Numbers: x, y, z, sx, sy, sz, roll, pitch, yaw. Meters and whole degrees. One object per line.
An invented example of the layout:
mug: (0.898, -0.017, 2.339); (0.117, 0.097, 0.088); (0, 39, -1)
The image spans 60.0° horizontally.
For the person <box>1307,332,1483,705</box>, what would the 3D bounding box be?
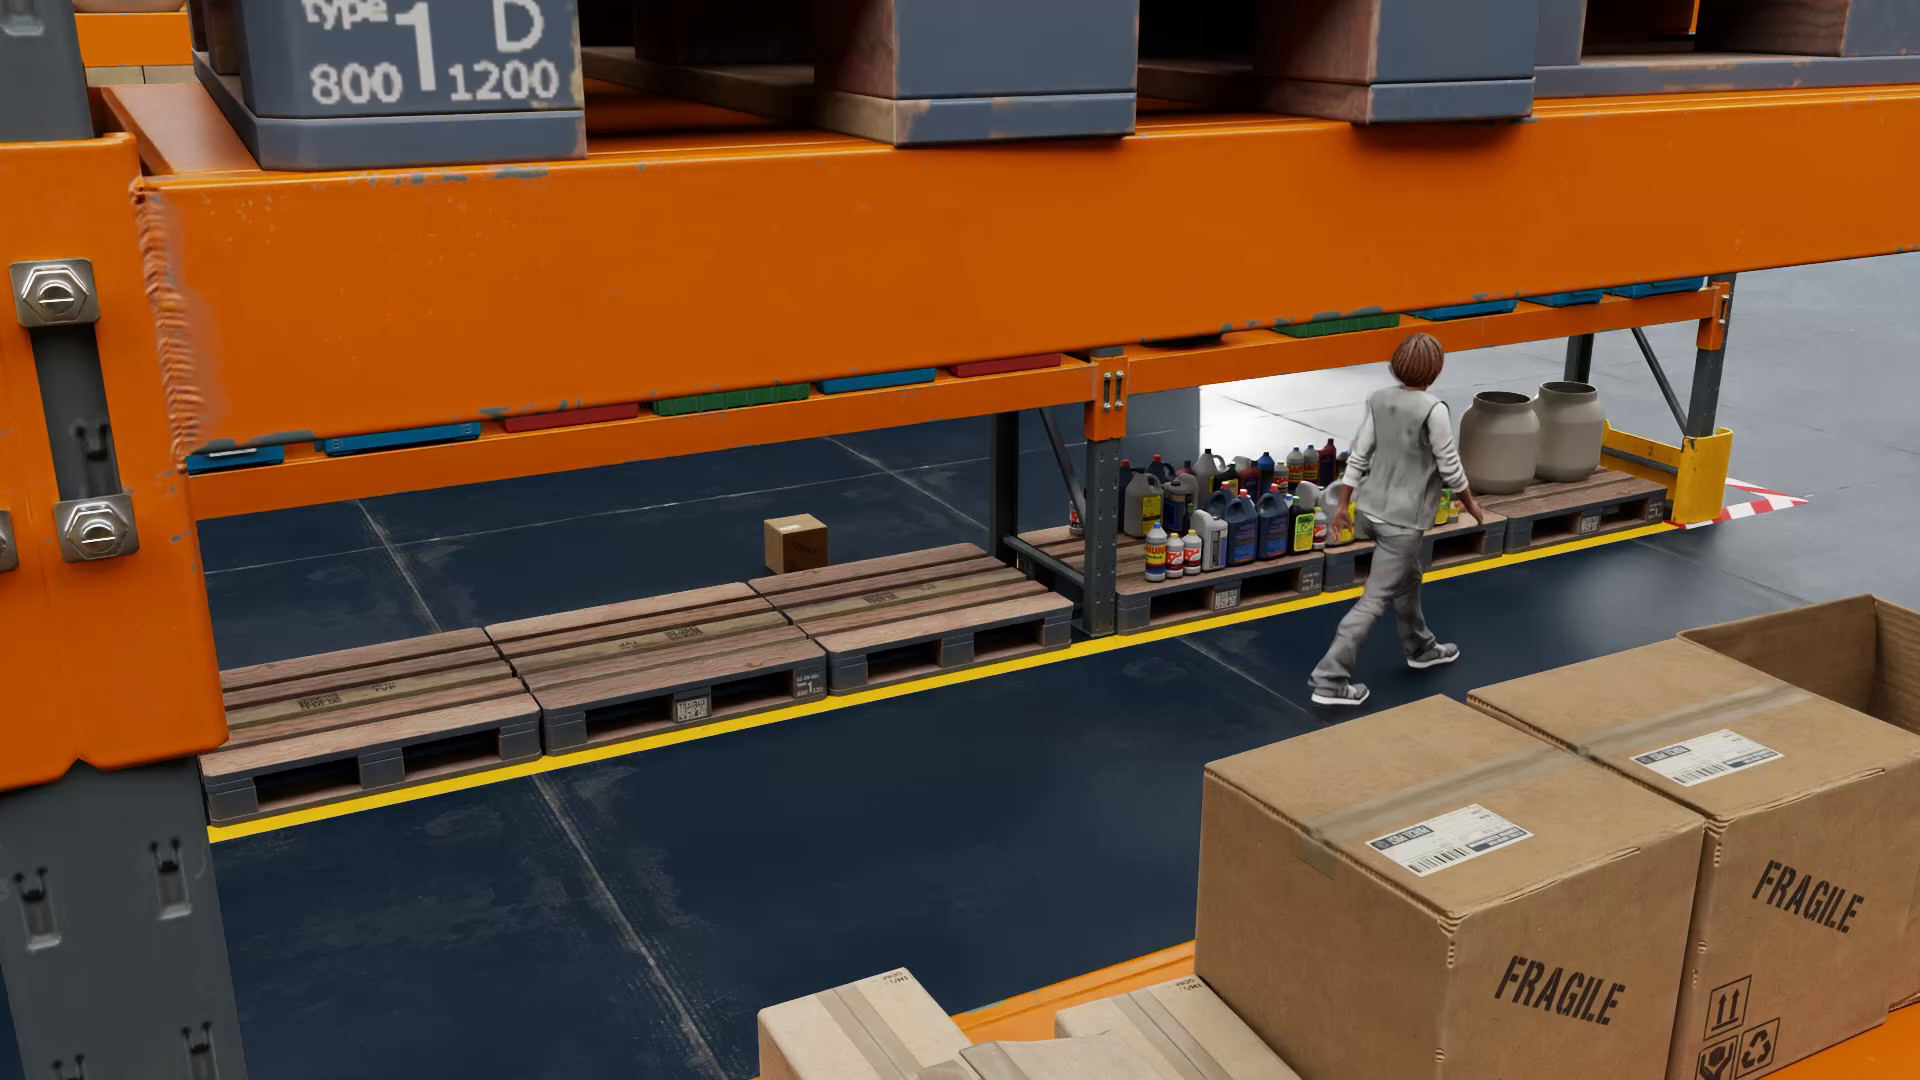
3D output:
person: (1.830, -0.107, 6.893); (0.956, 1.527, 0.434); (-8, 20, -23)
